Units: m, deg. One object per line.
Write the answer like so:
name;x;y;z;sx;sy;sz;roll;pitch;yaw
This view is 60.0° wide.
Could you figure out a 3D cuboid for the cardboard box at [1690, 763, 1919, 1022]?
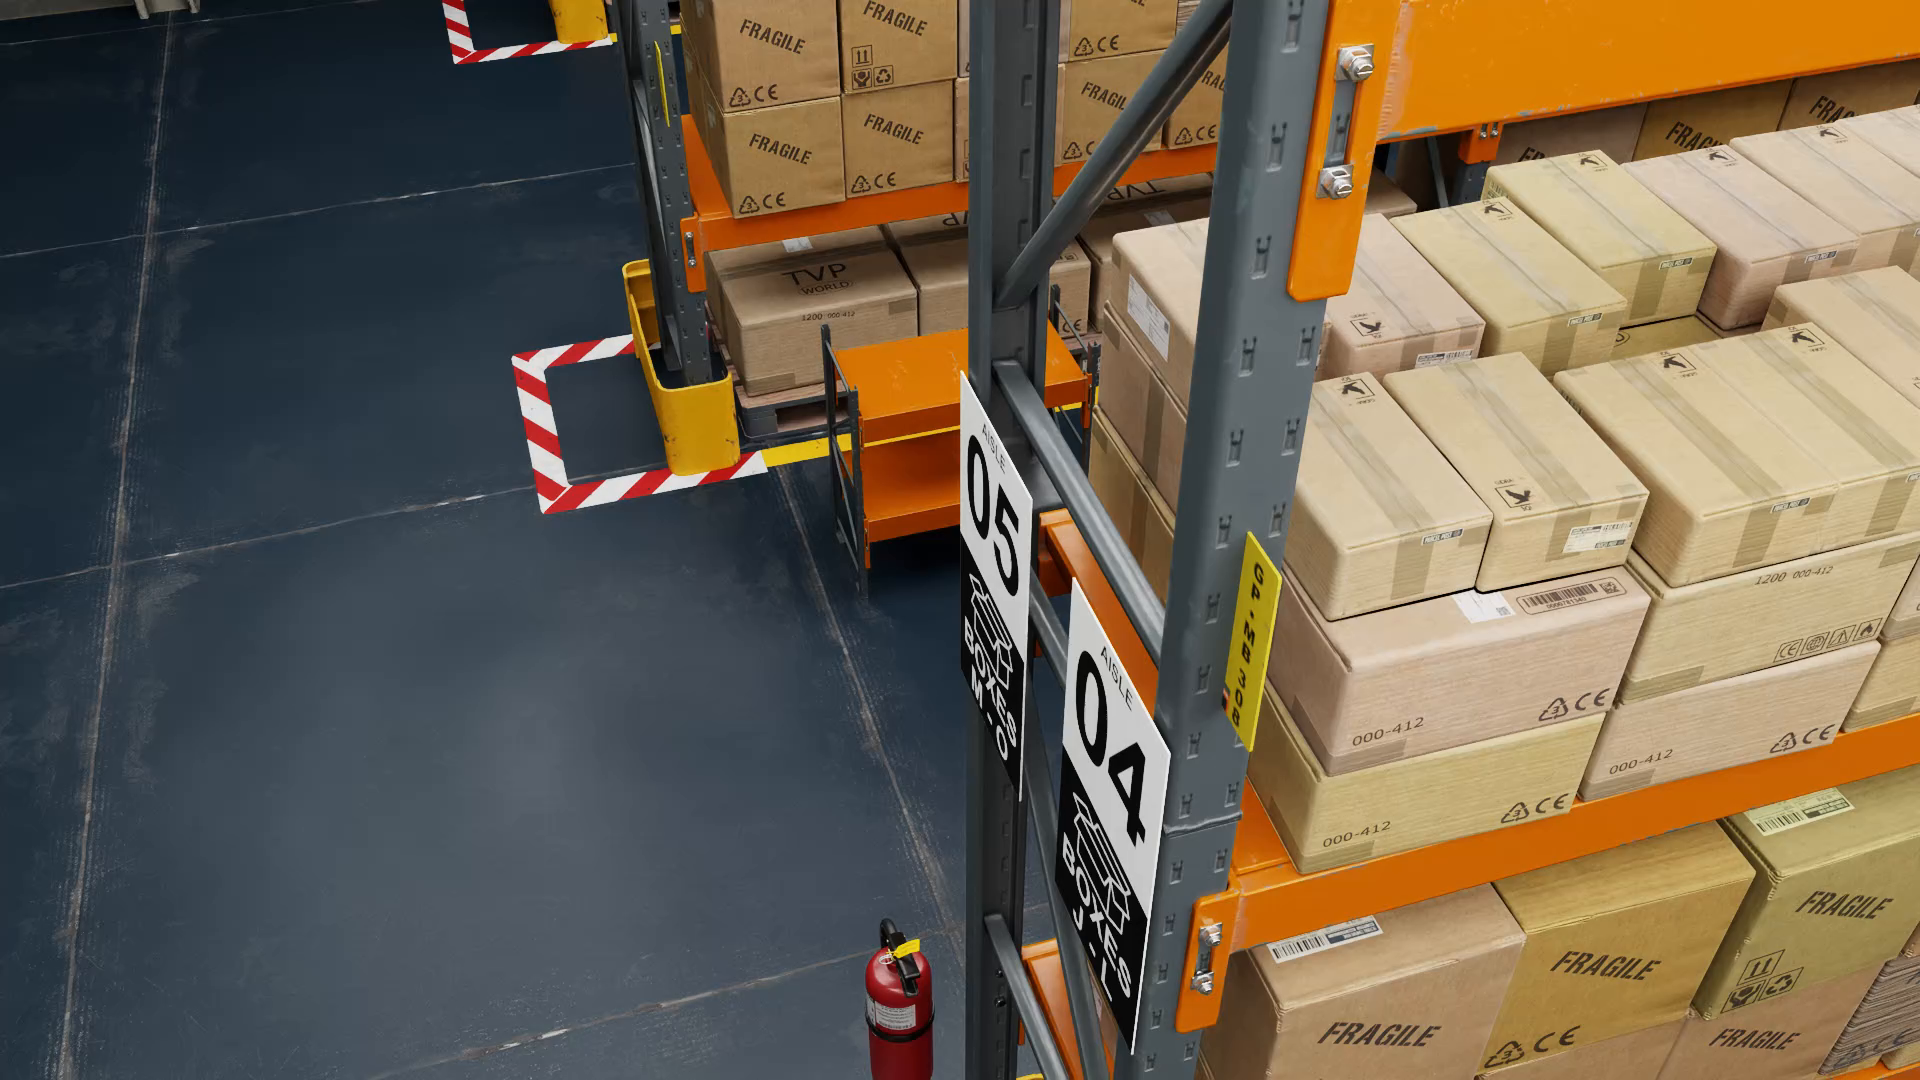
cardboard box;1.712;0.616;3.552;0.500;0.500;0.500;-13;43;-14

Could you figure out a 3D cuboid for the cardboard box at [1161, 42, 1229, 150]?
cardboard box;1.124;-2.192;7.752;0.500;0.500;0.500;-12;43;-14

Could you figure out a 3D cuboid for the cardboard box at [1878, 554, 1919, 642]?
cardboard box;1.702;-0.124;2.916;0.500;0.250;0.500;-11;42;-13

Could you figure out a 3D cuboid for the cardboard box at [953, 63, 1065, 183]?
cardboard box;0.147;-1.988;7.519;0.500;0.500;0.500;-12;43;-13

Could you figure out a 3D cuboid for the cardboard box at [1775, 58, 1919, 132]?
cardboard box;4.733;-2.510;9.489;0.875;0.875;0.875;-11;42;-13

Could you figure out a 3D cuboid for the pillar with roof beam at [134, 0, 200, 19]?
pillar with roof beam;-4.405;-4.534;5.949;0.400;9.000;9.100;-12;42;-13

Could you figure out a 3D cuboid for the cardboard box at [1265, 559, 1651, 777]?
cardboard box;0.728;0.070;2.694;0.500;0.250;0.500;-11;42;-12

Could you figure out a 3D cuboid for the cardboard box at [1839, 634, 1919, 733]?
cardboard box;1.718;0.045;3.103;0.500;0.250;0.500;-13;43;-14

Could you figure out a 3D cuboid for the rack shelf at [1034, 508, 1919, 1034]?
rack shelf;2.129;0.003;3.583;4.000;0.370;1.077;-12;42;-13

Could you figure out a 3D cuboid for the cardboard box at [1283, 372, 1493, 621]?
cardboard box;0.599;-0.075;2.557;0.250;0.149;0.380;-12;43;-13

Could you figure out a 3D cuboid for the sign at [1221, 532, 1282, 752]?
sign;0.385;0.139;2.216;0.005;0.325;0.100;-12;42;-13

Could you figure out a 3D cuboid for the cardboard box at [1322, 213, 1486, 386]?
cardboard box;0.709;-0.405;2.935;0.250;0.149;0.380;-11;42;-12

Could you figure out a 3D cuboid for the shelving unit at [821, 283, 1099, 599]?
shelving unit;-0.006;-0.422;7.228;1.048;1.125;0.538;-12;42;-13

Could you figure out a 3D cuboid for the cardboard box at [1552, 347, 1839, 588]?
cardboard box;1.128;-0.122;2.611;0.250;0.149;0.380;-12;43;-13

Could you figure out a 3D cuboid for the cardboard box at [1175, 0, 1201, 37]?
cardboard box;1.118;-2.566;7.420;0.500;0.500;0.500;-11;42;-12

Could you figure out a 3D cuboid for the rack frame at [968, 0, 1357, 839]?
rack frame;0.222;-1.002;1.907;0.127;3.000;1.000;-12;42;-13

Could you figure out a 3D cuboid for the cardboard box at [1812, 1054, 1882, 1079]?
cardboard box;2.102;1.153;4.191;0.250;0.149;0.380;-10;42;-12

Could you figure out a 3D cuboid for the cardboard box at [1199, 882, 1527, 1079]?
cardboard box;0.730;0.809;3.332;0.500;0.500;0.500;-12;43;-13

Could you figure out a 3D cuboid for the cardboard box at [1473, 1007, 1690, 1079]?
cardboard box;1.236;1.070;3.792;0.500;0.500;0.500;-12;42;-13

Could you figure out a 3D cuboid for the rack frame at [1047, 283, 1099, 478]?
rack frame;0.478;-0.523;7.343;0.032;1.125;0.500;-12;42;-13

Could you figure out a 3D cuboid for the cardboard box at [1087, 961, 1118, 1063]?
cardboard box;0.448;1.110;4.240;0.250;0.149;0.380;-12;42;-13

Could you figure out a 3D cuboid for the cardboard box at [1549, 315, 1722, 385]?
cardboard box;1.072;-0.357;3.182;0.500;0.250;0.500;-13;43;-14

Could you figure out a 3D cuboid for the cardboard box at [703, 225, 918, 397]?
cardboard box;-0.762;-1.216;8.339;0.875;0.438;0.875;-13;43;-15

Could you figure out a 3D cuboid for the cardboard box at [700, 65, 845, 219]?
cardboard box;-0.817;-1.782;7.283;0.500;0.500;0.500;-12;43;-13

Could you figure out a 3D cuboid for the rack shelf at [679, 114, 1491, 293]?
rack shelf;0.546;-1.954;8.103;4.000;0.370;1.077;-12;42;-13

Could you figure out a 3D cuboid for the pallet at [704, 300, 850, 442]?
pallet;-0.622;-0.986;8.568;1.213;0.211;1.003;-12;42;-13

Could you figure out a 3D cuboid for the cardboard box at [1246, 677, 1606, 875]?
cardboard box;0.727;0.256;2.861;0.500;0.250;0.500;-10;42;-12

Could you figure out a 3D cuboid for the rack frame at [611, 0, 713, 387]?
rack frame;-1.362;-1.829;7.413;0.127;3.000;1.000;-12;42;-13

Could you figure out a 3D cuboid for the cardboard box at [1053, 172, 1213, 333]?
cardboard box;0.969;-1.579;8.755;0.875;0.438;0.875;-13;43;-14

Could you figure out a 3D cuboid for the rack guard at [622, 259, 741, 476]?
rack guard;-1.384;-0.883;8.230;0.348;0.500;1.175;-12;42;-13

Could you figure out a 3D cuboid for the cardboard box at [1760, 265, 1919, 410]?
cardboard box;1.575;-0.287;2.800;0.250;0.149;0.380;-11;42;-12

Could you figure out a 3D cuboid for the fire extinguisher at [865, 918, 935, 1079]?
fire extinguisher;-0.157;1.187;4.303;0.183;0.674;0.296;-12;42;-13

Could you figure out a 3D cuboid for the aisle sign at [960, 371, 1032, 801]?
aisle sign;0.062;0.104;3.224;0.004;0.787;0.394;-12;42;-13

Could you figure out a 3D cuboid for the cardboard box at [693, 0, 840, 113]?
cardboard box;-0.818;-2.160;6.956;0.500;0.500;0.500;-13;43;-14

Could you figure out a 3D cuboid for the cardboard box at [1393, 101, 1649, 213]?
cardboard box;3.021;-2.150;9.077;0.875;0.875;0.875;-10;42;-12

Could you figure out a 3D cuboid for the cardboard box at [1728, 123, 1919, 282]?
cardboard box;1.682;-0.638;3.201;0.250;0.149;0.380;-11;42;-12

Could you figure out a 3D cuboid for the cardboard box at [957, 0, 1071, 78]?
cardboard box;0.161;-2.373;7.199;0.500;0.500;0.500;-12;43;-13

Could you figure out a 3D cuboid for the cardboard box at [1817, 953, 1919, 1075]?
cardboard box;2.191;0.877;4.014;0.500;0.500;0.500;-13;43;-14

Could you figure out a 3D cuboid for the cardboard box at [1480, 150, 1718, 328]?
cardboard box;1.179;-0.563;3.115;0.250;0.149;0.380;-11;42;-12

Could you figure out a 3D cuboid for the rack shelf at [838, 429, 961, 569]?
rack shelf;-0.006;-0.238;7.389;1.000;0.278;0.538;-12;42;-13

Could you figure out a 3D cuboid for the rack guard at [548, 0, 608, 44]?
rack guard;-2.784;-4.017;11.818;0.348;0.500;1.175;-12;42;-13
